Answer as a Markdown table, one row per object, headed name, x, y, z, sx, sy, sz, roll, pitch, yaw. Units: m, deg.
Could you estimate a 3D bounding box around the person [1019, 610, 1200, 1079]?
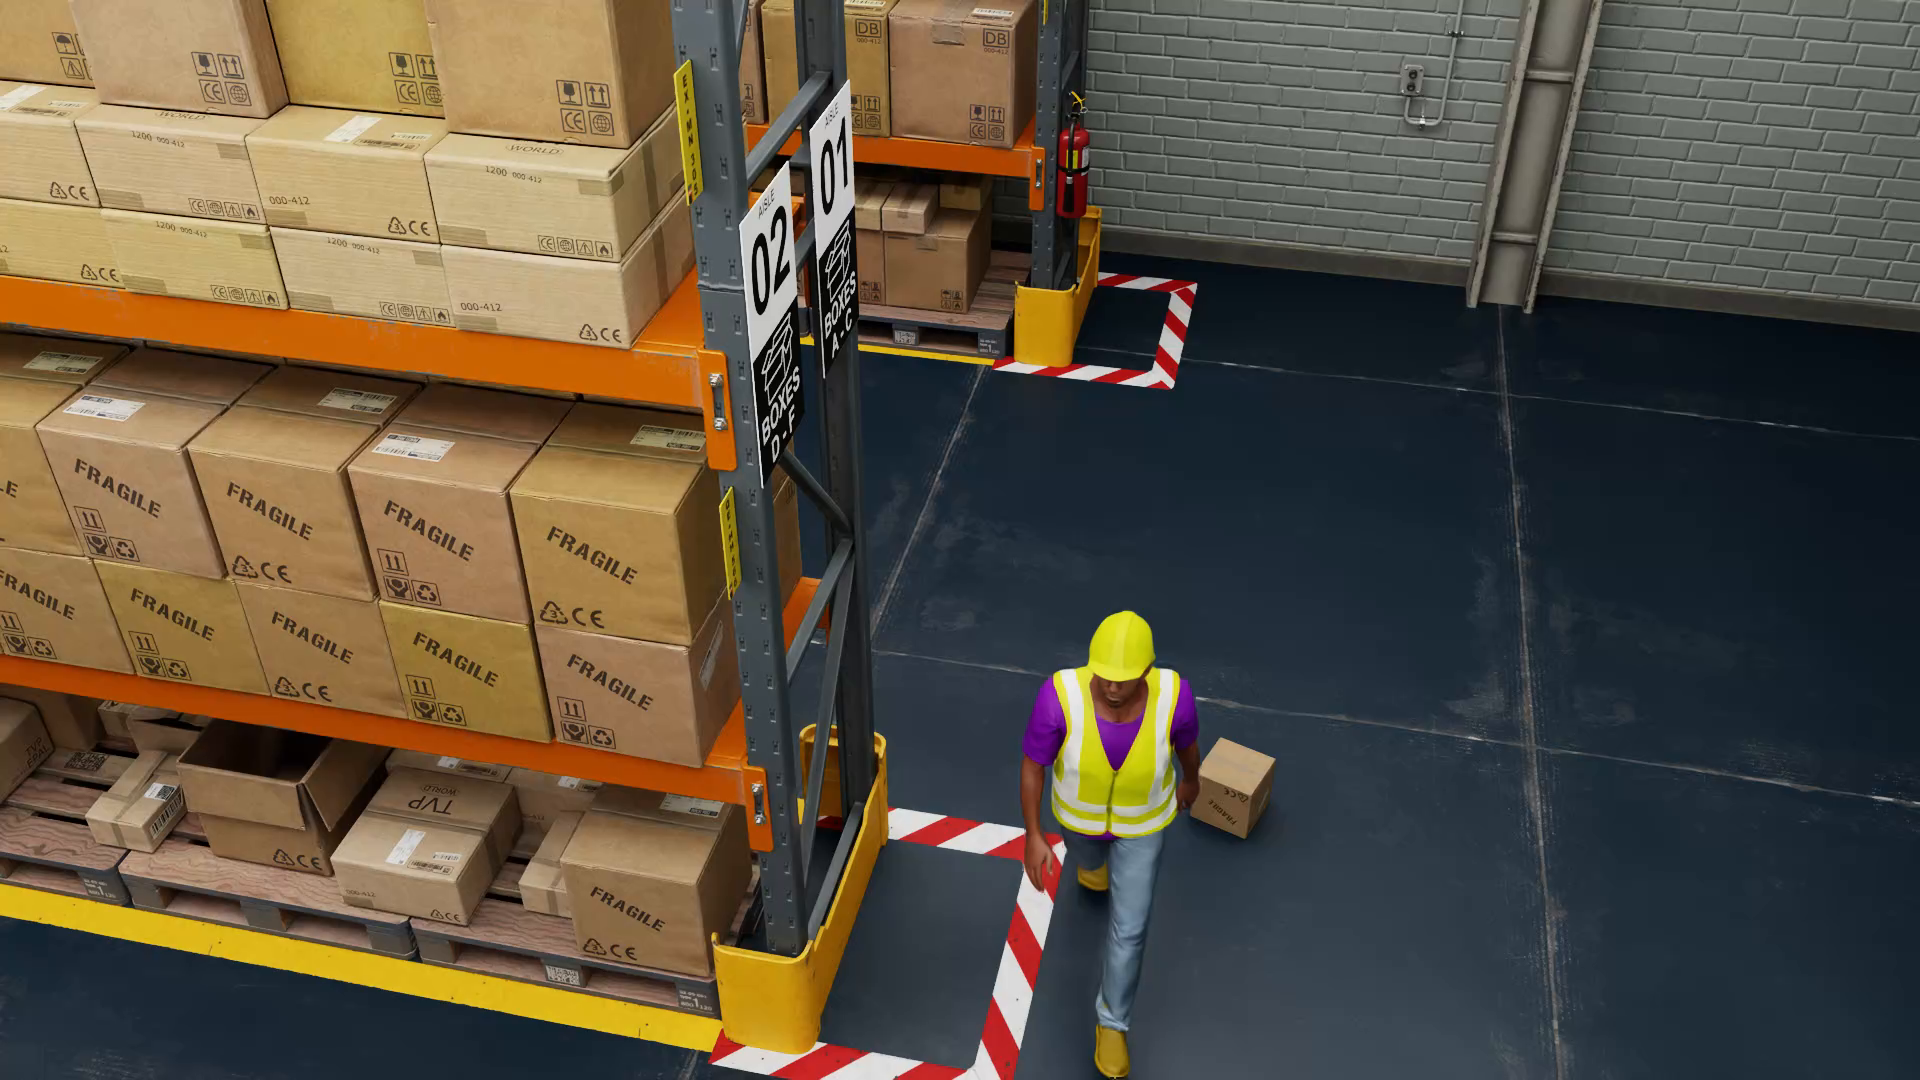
| name | x | y | z | sx | sy | sz | roll | pitch | yaw |
| --- | --- | --- | --- | --- | --- | --- | --- | --- | --- |
| person | 0.517 | 0.912 | 5.740 | 0.608 | 1.709 | 1.123 | 6 | 37 | 8 |
